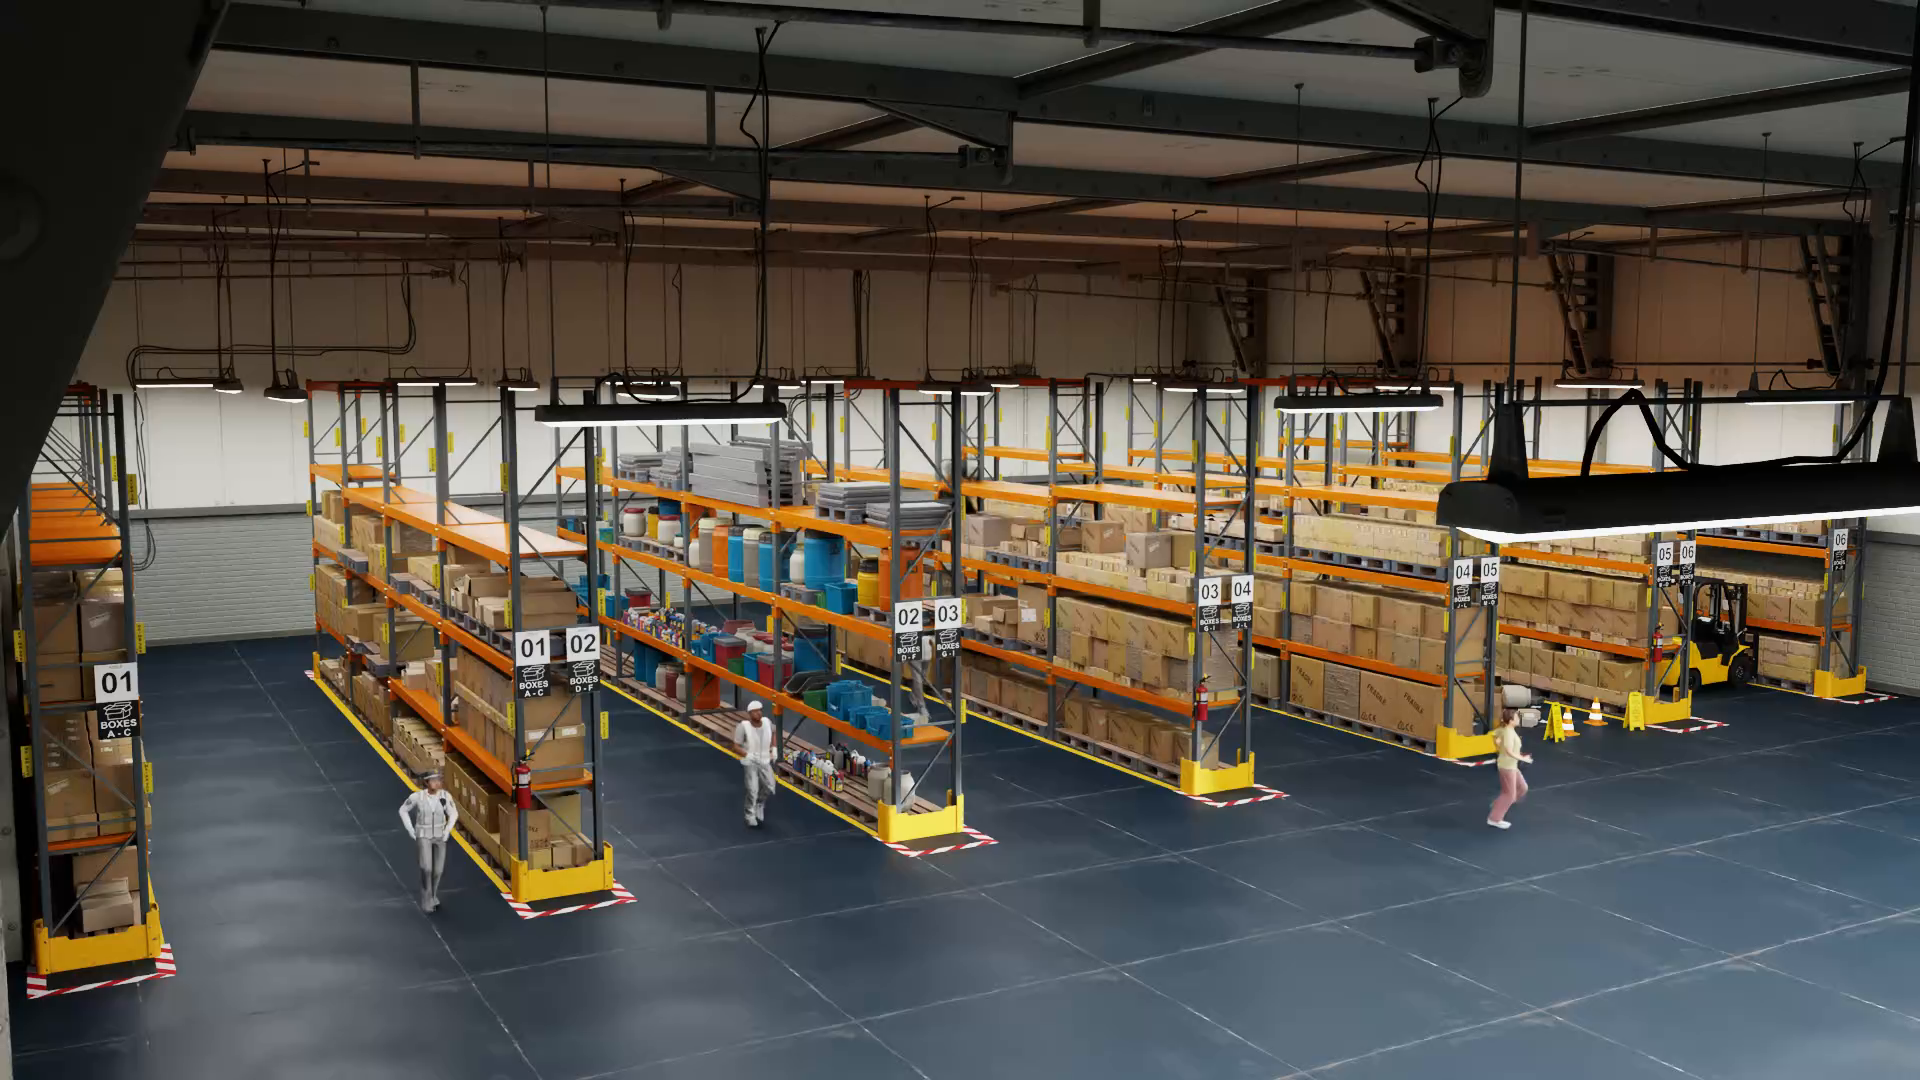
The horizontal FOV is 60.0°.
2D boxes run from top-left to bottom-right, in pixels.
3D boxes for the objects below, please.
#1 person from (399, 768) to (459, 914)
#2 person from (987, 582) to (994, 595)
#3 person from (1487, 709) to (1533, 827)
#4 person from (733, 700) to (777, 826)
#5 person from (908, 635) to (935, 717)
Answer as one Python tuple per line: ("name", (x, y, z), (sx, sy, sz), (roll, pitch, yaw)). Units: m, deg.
("person", (-6.116, 3.459, 19.236), (0.620, 1.676, 0.611), (-3, 7, -29))
("person", (0.803, 0.946, 42.643), (0.585, 1.730, 0.703), (-3, 7, -27))
("person", (7.508, 3.104, 22.683), (0.562, 1.633, 0.604), (2, 6, 14))
("person", (-2.744, 3.049, 22.674), (0.702, 1.738, 0.597), (-4, 7, -33))
("person", (-0.695, 2.085, 28.761), (0.641, 1.822, 0.812), (-4, 7, -34))
